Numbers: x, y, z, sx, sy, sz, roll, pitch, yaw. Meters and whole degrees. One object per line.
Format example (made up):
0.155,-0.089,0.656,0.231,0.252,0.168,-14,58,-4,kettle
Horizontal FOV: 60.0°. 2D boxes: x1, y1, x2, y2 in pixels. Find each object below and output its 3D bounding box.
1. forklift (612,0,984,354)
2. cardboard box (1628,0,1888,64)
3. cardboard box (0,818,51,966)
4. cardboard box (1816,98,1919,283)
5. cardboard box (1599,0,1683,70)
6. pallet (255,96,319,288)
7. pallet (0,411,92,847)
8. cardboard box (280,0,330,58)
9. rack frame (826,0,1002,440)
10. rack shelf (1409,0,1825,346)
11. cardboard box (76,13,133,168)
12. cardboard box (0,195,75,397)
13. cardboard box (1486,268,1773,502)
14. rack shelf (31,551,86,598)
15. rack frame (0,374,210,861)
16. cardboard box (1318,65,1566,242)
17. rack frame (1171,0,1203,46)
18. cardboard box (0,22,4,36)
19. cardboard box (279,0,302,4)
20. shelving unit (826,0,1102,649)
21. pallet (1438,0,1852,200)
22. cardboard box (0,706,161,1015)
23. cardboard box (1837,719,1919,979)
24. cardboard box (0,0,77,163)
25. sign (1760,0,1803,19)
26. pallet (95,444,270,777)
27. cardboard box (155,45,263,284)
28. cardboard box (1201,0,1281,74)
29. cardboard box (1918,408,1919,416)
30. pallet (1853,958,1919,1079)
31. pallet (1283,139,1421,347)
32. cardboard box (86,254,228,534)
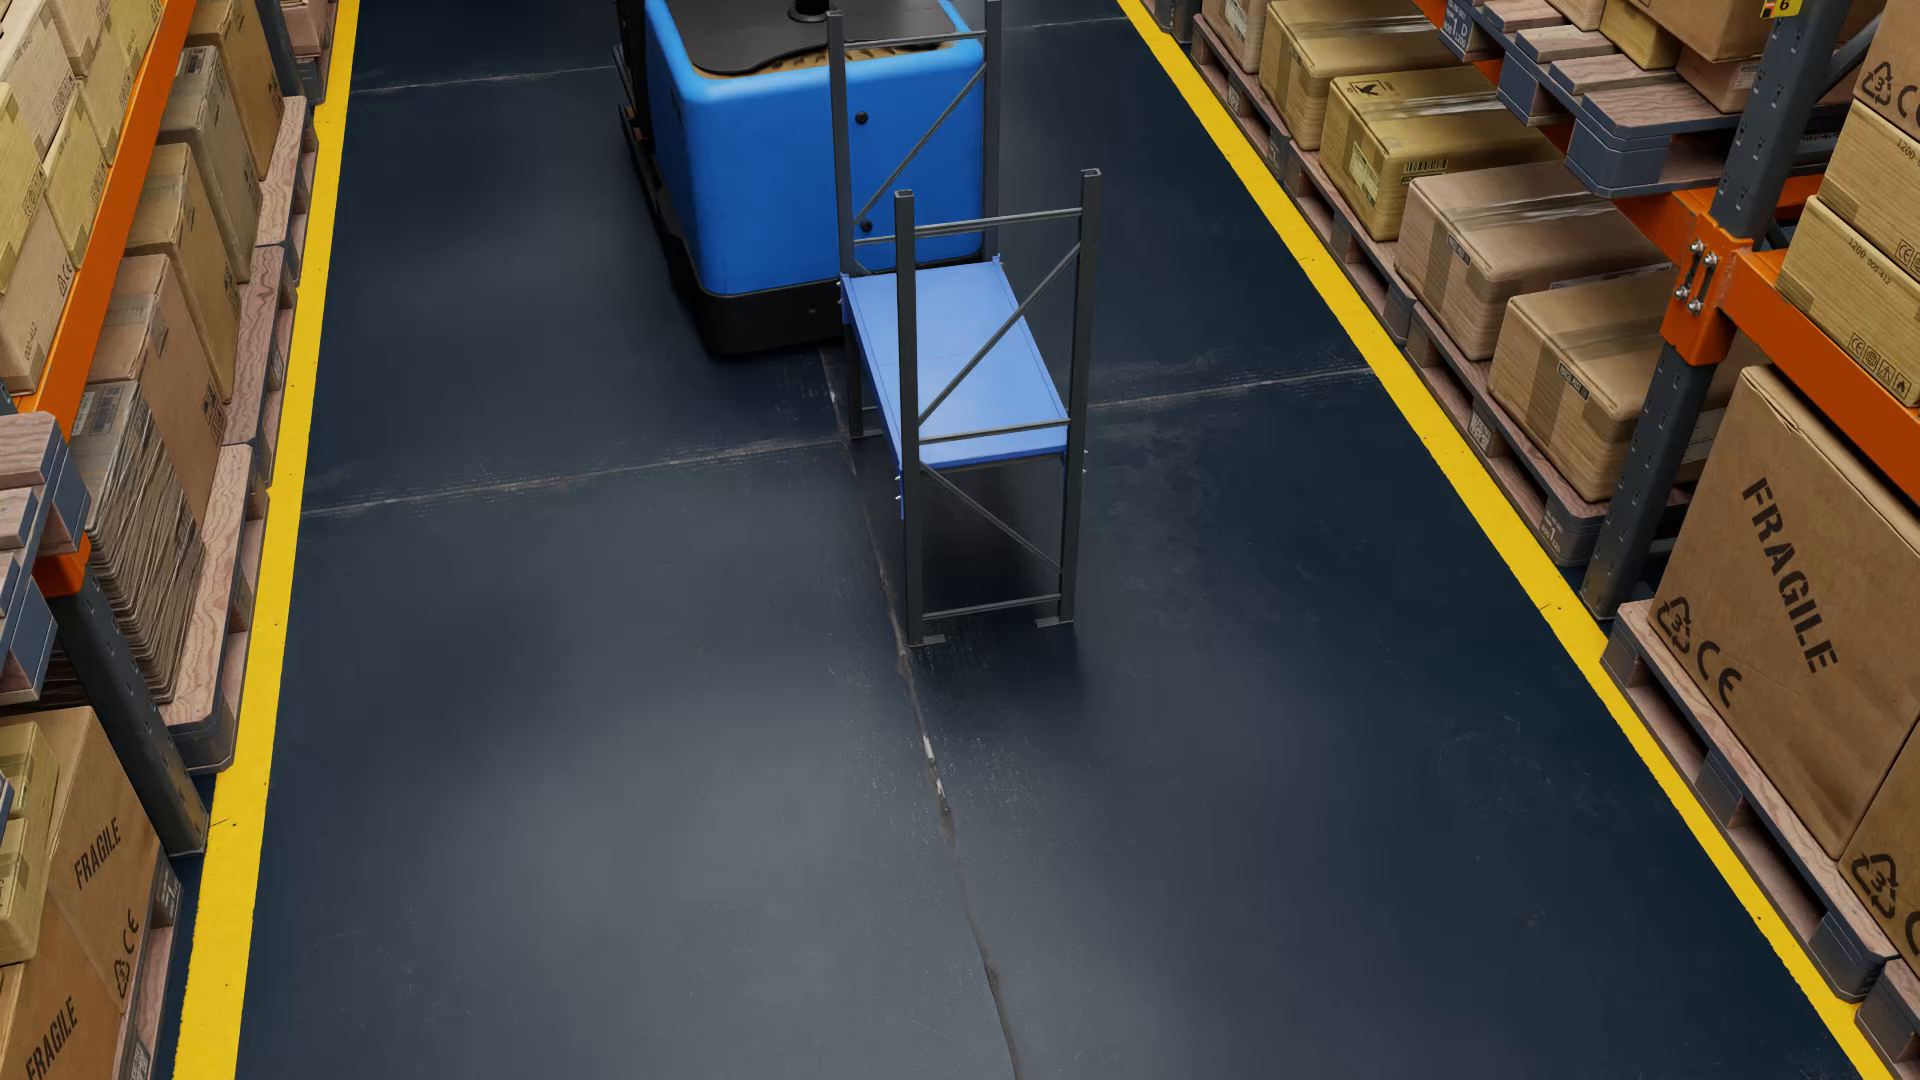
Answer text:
-0.827,-2.743,6.133,1.130,2.935,3.031,-12,43,-13,forklift
2.010,-1.545,4.115,0.500,0.500,0.500,-9,42,-11,cardboard box
-2.023,0.721,3.257,0.380,0.149,0.250,-10,43,-12,cardboard box
2.248,-0.752,3.574,0.500,0.250,0.500,-9,42,-10,cardboard box
1.951,-1.390,4.429,0.380,0.149,0.250,-8,42,-9,cardboard box
-3.132,-1.349,6.611,1.003,0.211,1.213,-8,42,-9,pallet
-2.251,0.230,2.876,1.213,0.211,1.003,-8,42,-9,pallet
-3.110,-2.353,7.397,0.500,0.250,0.500,-8,42,-9,cardboard box
-0.128,-0.946,5.186,0.500,1.500,0.032,-8,42,-9,rack frame
1.948,-2.012,5.799,1.077,0.370,4.000,-8,42,-9,rack shelf
-2.545,-1.197,4.452,0.500,0.250,0.500,-10,42,-11,cardboard box
-2.323,-0.537,3.709,0.500,0.250,0.500,-8,42,-9,cardboard box
2.268,-0.527,5.247,0.950,0.372,0.625,-11,43,-12,cardboard box
-2.034,1.295,2.074,1.077,0.370,4.000,-8,42,-9,rack shelf
-2.466,-0.271,3.296,1.000,3.000,0.127,-8,42,-9,rack frame
1.942,-1.496,6.339,0.950,0.372,0.625,-7,42,-8,cardboard box
1.517,-3.577,7.021,1.000,3.000,0.127,-8,42,-9,rack frame
-2.386,-1.135,3.706,0.380,0.149,0.250,-7,42,-8,cardboard box
-3.132,-2.537,7.227,0.500,0.250,0.500,-9,42,-9,cardboard box
-0.018,-0.616,4.814,0.538,1.500,1.048,-8,42,-9,shelving unit
2.122,-1.360,4.667,1.213,0.211,1.003,-8,42,-9,pallet
-2.165,0.750,3.712,0.500,0.500,0.500,-7,42,-8,cardboard box
2.636,0.691,3.496,0.875,0.875,0.875,-8,42,-9,cardboard box
-2.430,-1.049,3.909,0.500,0.250,0.500,-7,42,-8,cardboard box
1.852,-1.304,3.647,0.100,0.325,0.005,-8,42,-9,sign
-2.606,0.233,4.829,1.003,0.211,1.213,-8,42,-9,pallet
-3.046,-1.292,5.918,0.875,0.625,0.625,-9,42,-10,cardboard box
1.632,-2.412,7.371,0.950,0.372,0.625,-8,42,-9,cardboard box
2.368,-0.245,3.379,0.500,0.250,0.500,-9,42,-11,cardboard box
2.736,1.369,3.548,1.003,0.211,1.213,-8,42,-9,pallet
1.953,-1.238,6.485,1.003,0.211,1.213,-8,42,-9,pallet
-2.736,-0.369,4.878,0.875,0.625,0.625,-7,42,-8,cardboard box
